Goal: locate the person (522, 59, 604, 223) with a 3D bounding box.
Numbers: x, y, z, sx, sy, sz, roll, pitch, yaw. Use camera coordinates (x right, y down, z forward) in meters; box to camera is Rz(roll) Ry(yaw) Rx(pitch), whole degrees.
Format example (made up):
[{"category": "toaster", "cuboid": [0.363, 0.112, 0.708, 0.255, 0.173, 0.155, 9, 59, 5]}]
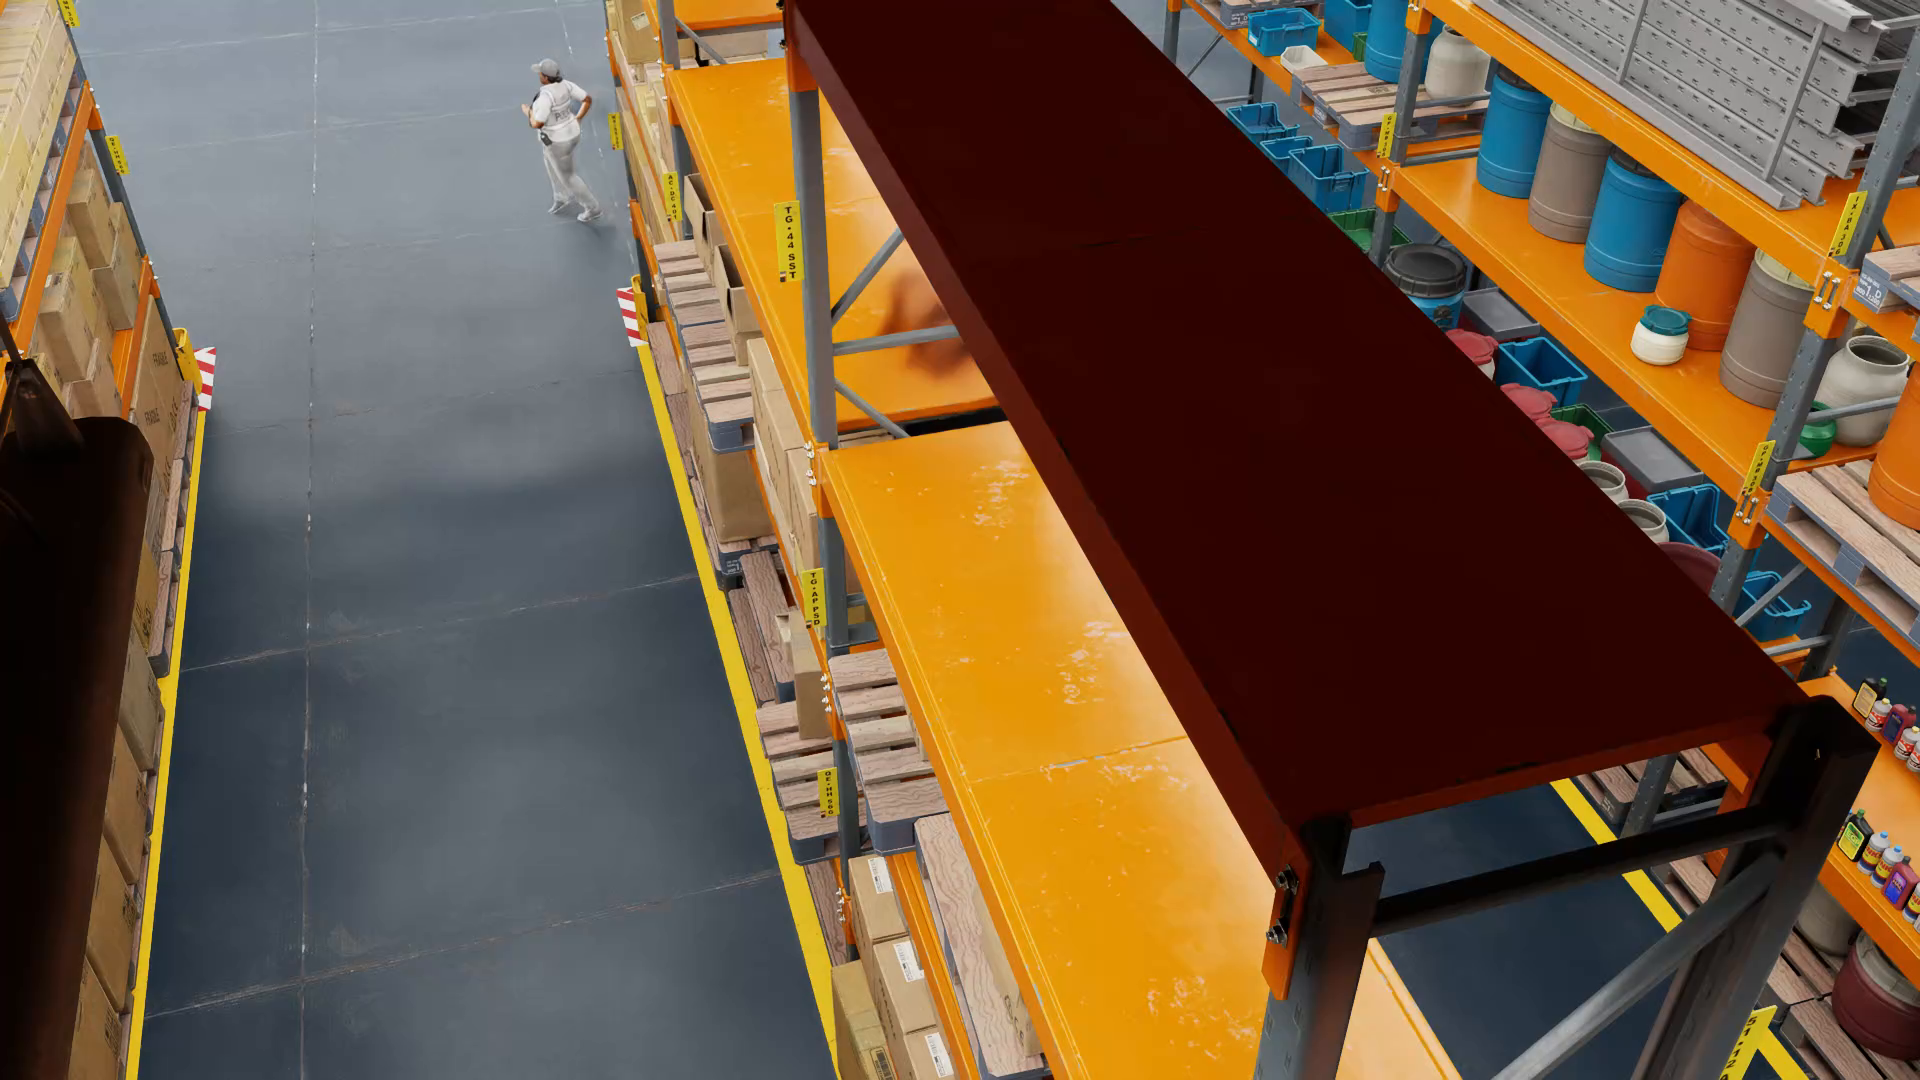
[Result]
[{"category": "person", "cuboid": [-3.935, -3.919, 16.440, 0.750, 1.729, 0.582, 10, 40, 13]}]
